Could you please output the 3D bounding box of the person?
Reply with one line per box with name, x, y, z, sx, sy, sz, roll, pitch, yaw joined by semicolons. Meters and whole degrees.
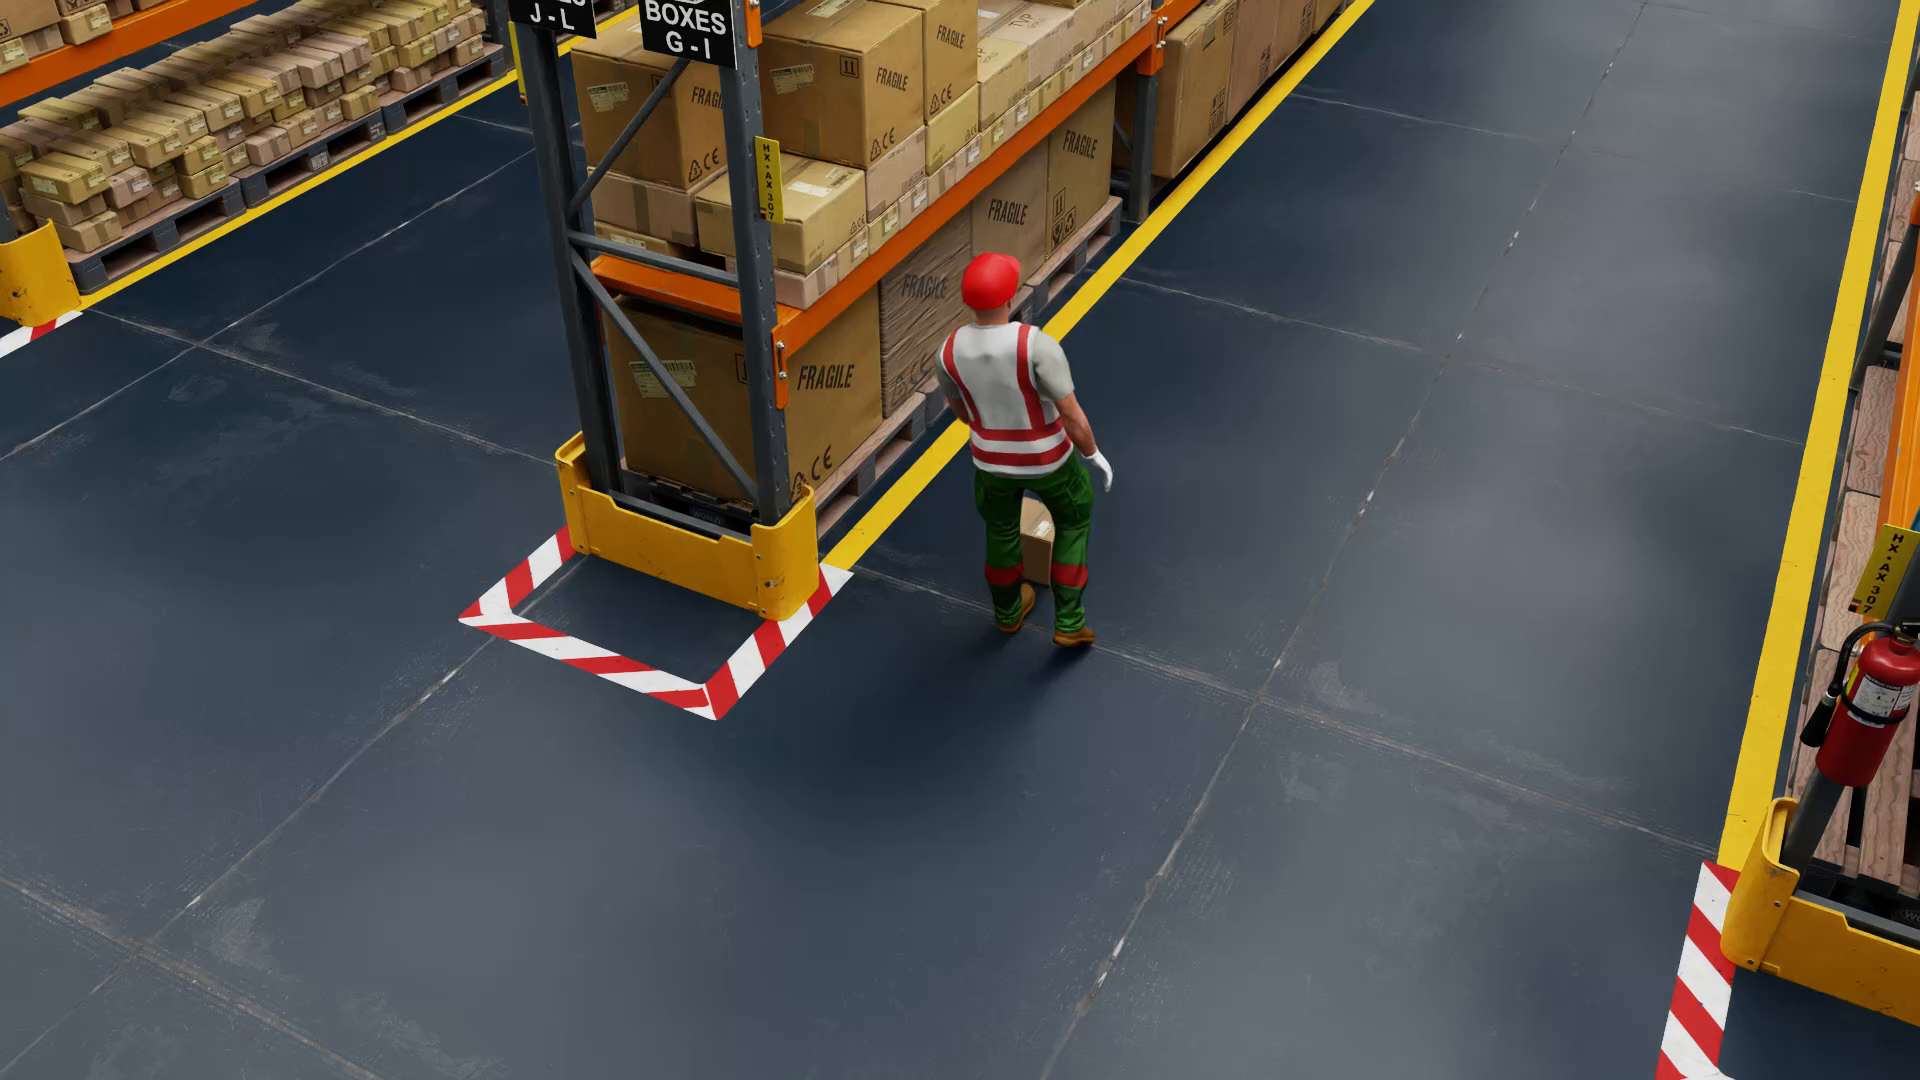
person;0.269;-0.344;6.603;0.707;1.815;0.492;7;38;9
